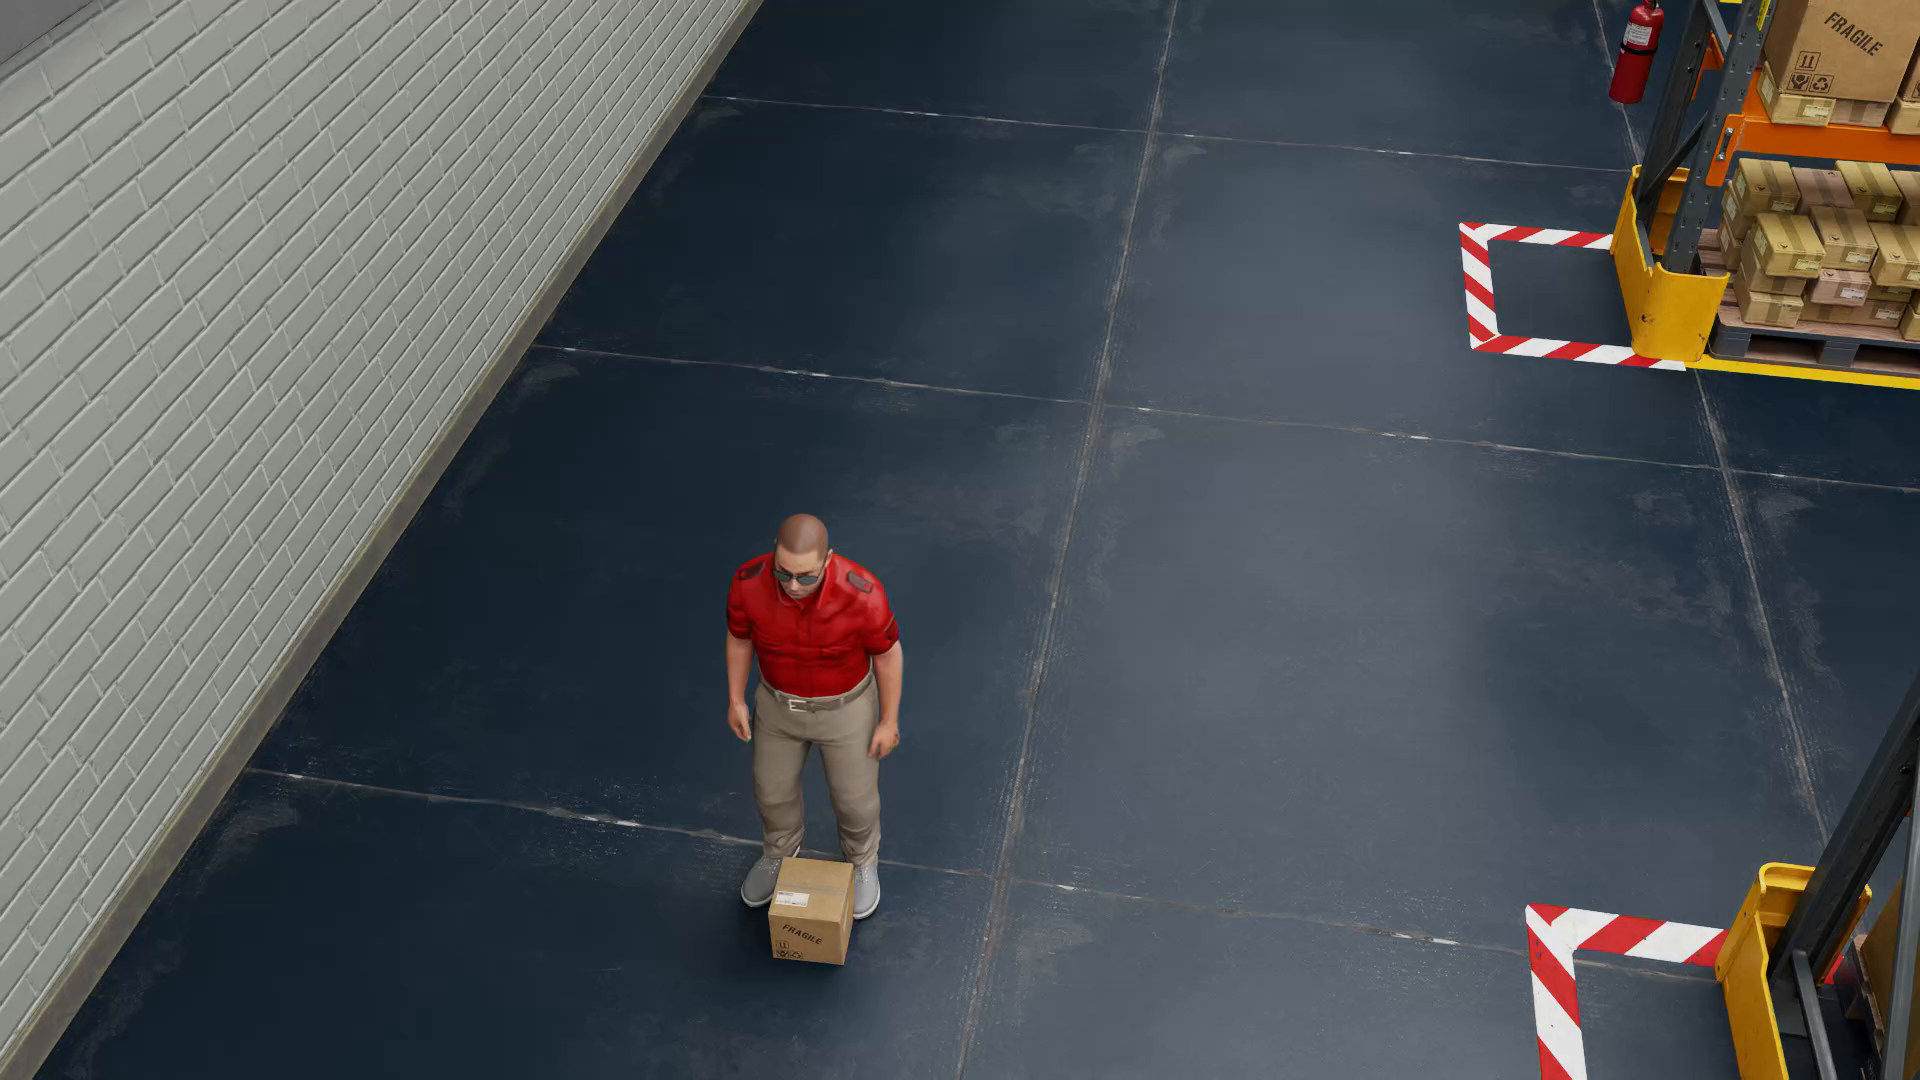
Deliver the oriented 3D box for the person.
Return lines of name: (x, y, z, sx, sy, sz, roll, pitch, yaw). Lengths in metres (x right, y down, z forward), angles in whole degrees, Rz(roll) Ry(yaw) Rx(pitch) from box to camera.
person: (-0.481, 0.564, 5.502, 0.586, 1.727, 0.390, 6, 41, 7)
